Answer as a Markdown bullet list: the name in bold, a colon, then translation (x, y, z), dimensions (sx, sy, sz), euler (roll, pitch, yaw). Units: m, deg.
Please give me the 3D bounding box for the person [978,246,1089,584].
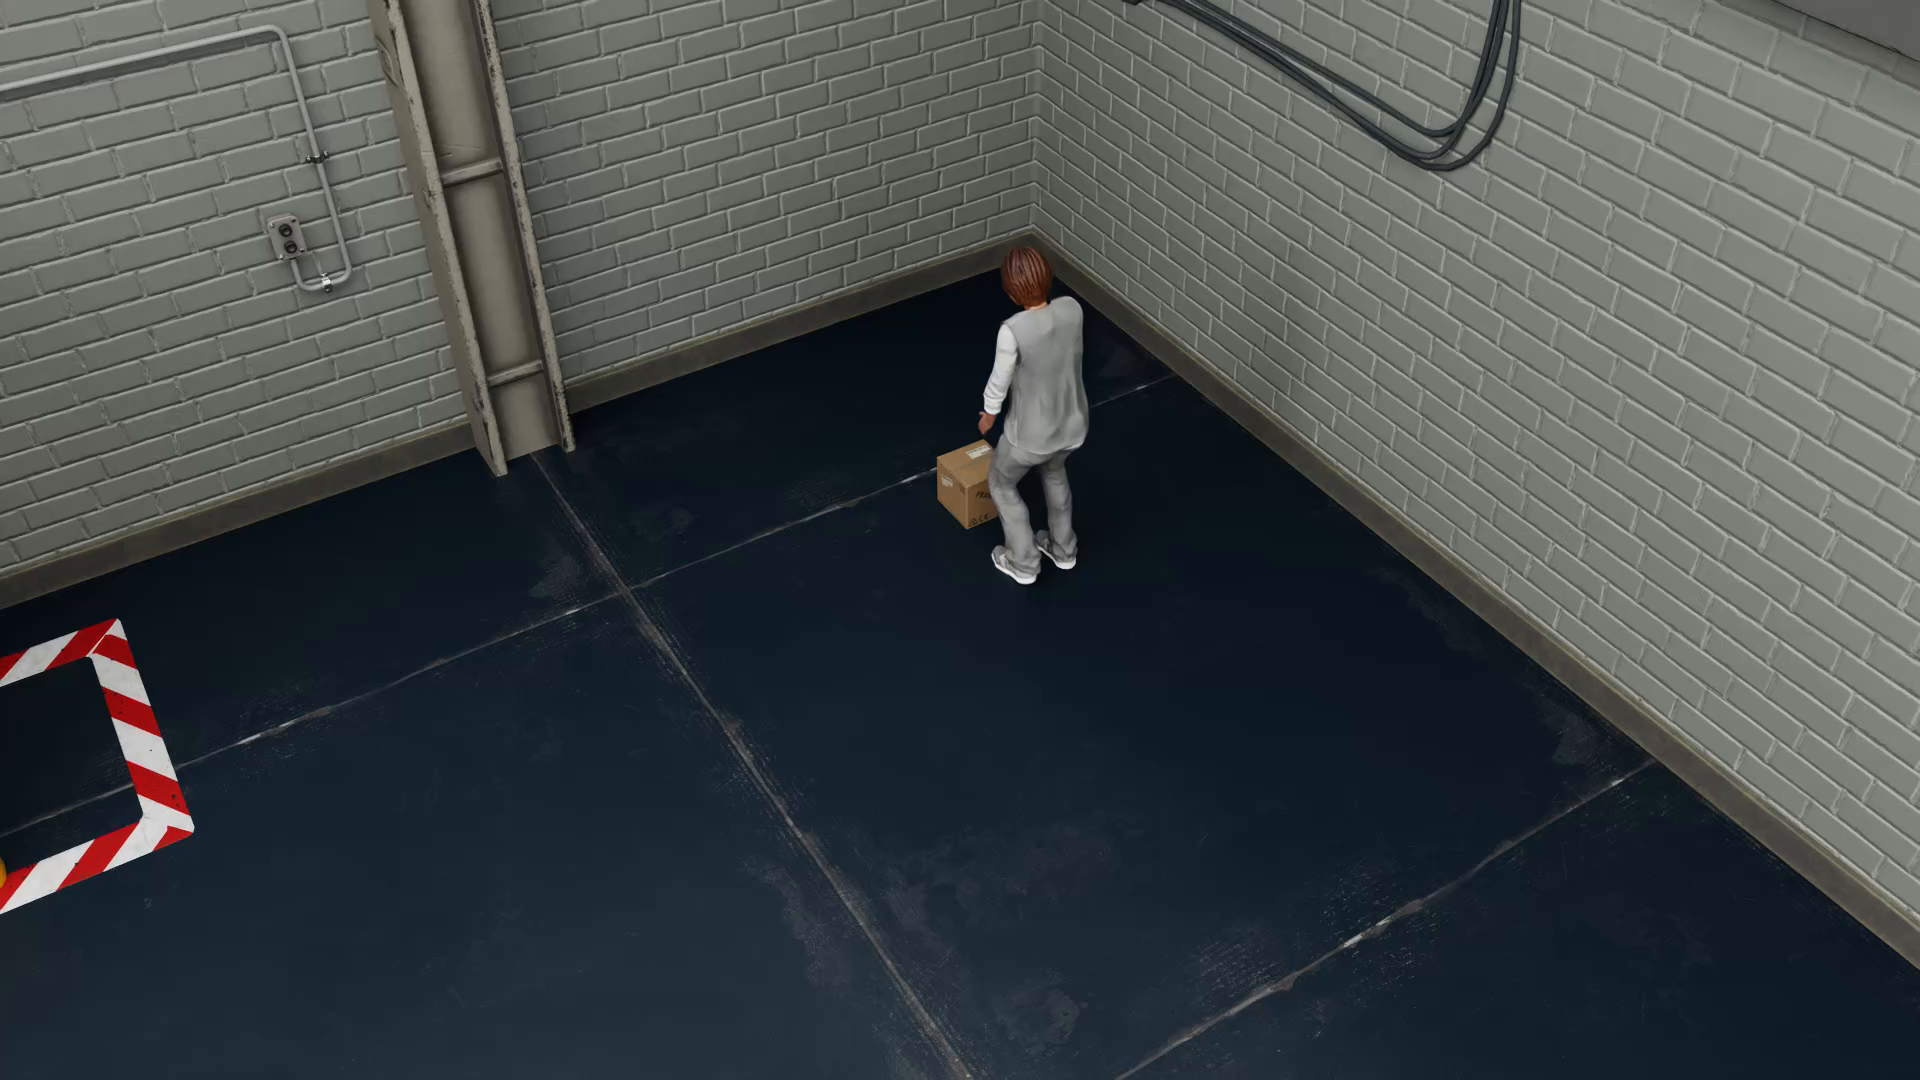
- **person**: translation (0.299, -0.459, 6.752), dimensions (0.433, 1.522, 0.417), euler (-22, 46, -23)
